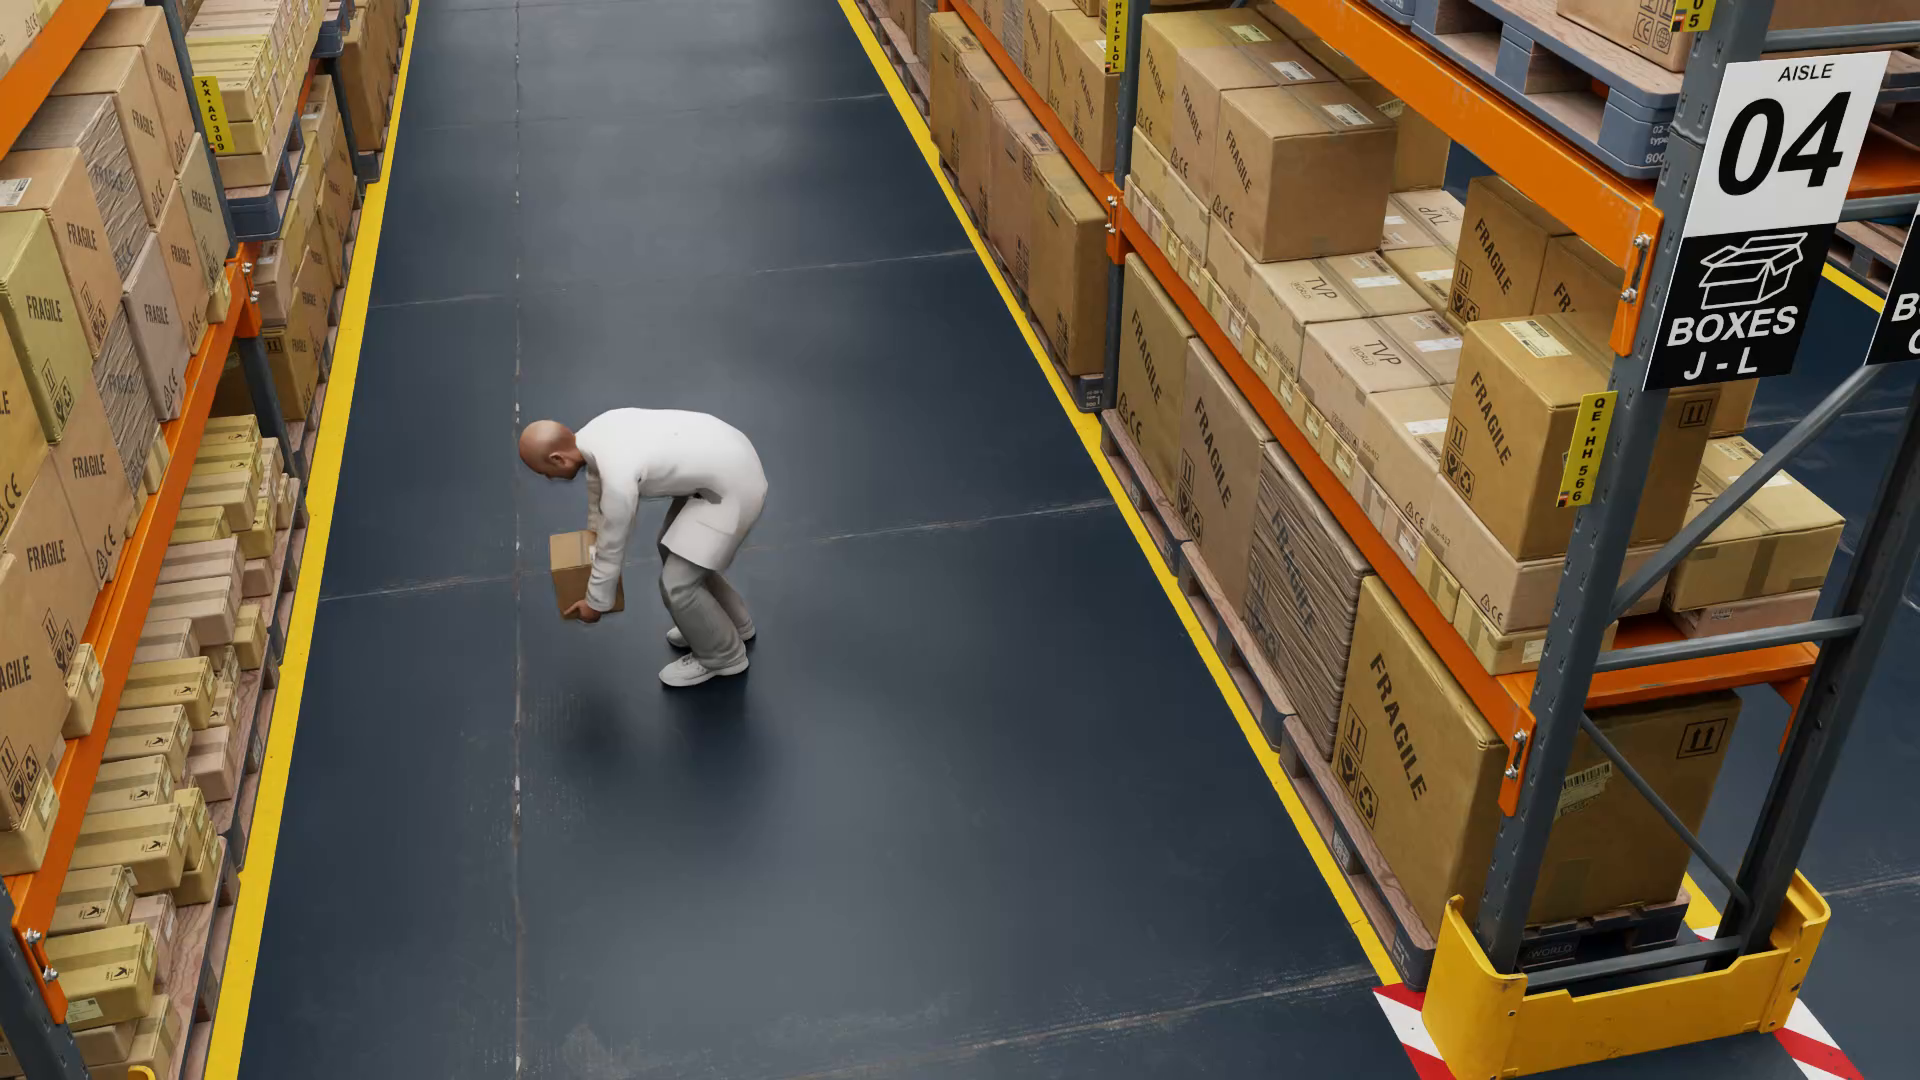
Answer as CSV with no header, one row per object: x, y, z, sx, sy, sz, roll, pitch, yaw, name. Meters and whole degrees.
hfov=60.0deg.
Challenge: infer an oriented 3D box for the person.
-1.217,0.021,6.642,0.922,1.200,0.568,-9,35,-12,person
